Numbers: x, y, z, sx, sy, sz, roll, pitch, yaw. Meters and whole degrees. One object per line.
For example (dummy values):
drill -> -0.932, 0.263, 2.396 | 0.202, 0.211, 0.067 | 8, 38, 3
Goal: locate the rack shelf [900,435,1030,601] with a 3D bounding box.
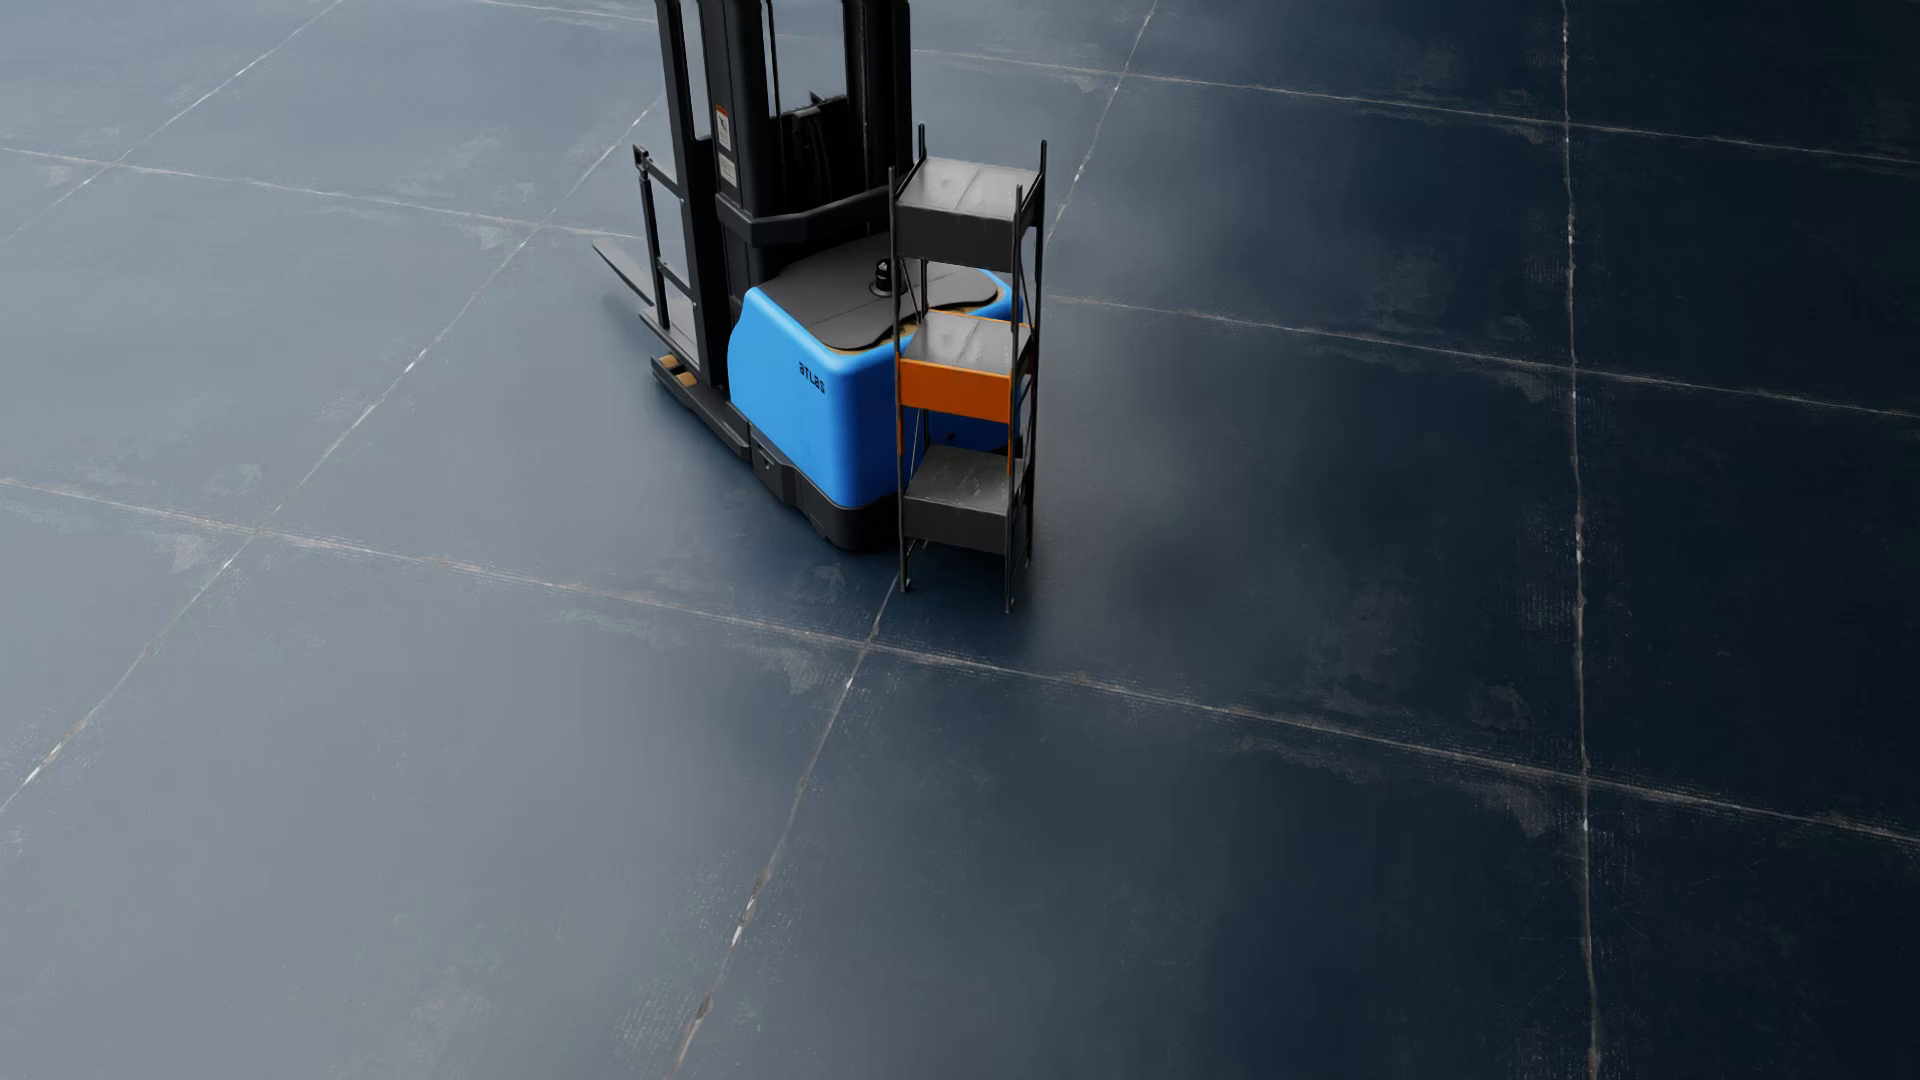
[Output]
rack shelf -> 0.033, -0.098, 7.368 | 0.480, 0.518, 0.431 | 11, 41, 13

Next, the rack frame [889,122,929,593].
rack frame -> -0.201, -0.689, 6.962 | 0.015, 2.100, 0.400 | 11, 41, 13

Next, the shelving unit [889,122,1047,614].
shelving unit -> 0.033, -0.644, 6.909 | 0.503, 2.100, 0.431 | 11, 41, 13

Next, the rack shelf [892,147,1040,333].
rack shelf -> 0.033, -1.170, 6.468 | 0.480, 0.518, 0.431 | 11, 41, 13

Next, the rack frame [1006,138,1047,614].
rack frame -> 0.267, -0.600, 6.856 | 0.015, 2.100, 0.400 | 11, 41, 13

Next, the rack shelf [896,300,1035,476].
rack shelf -> 0.033, -0.634, 6.918 | 0.480, 0.518, 0.431 | 11, 41, 13

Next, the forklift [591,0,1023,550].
forklift -> -0.957, -1.985, 7.859 | 1.130, 2.935, 3.031 | -24, 46, -26
